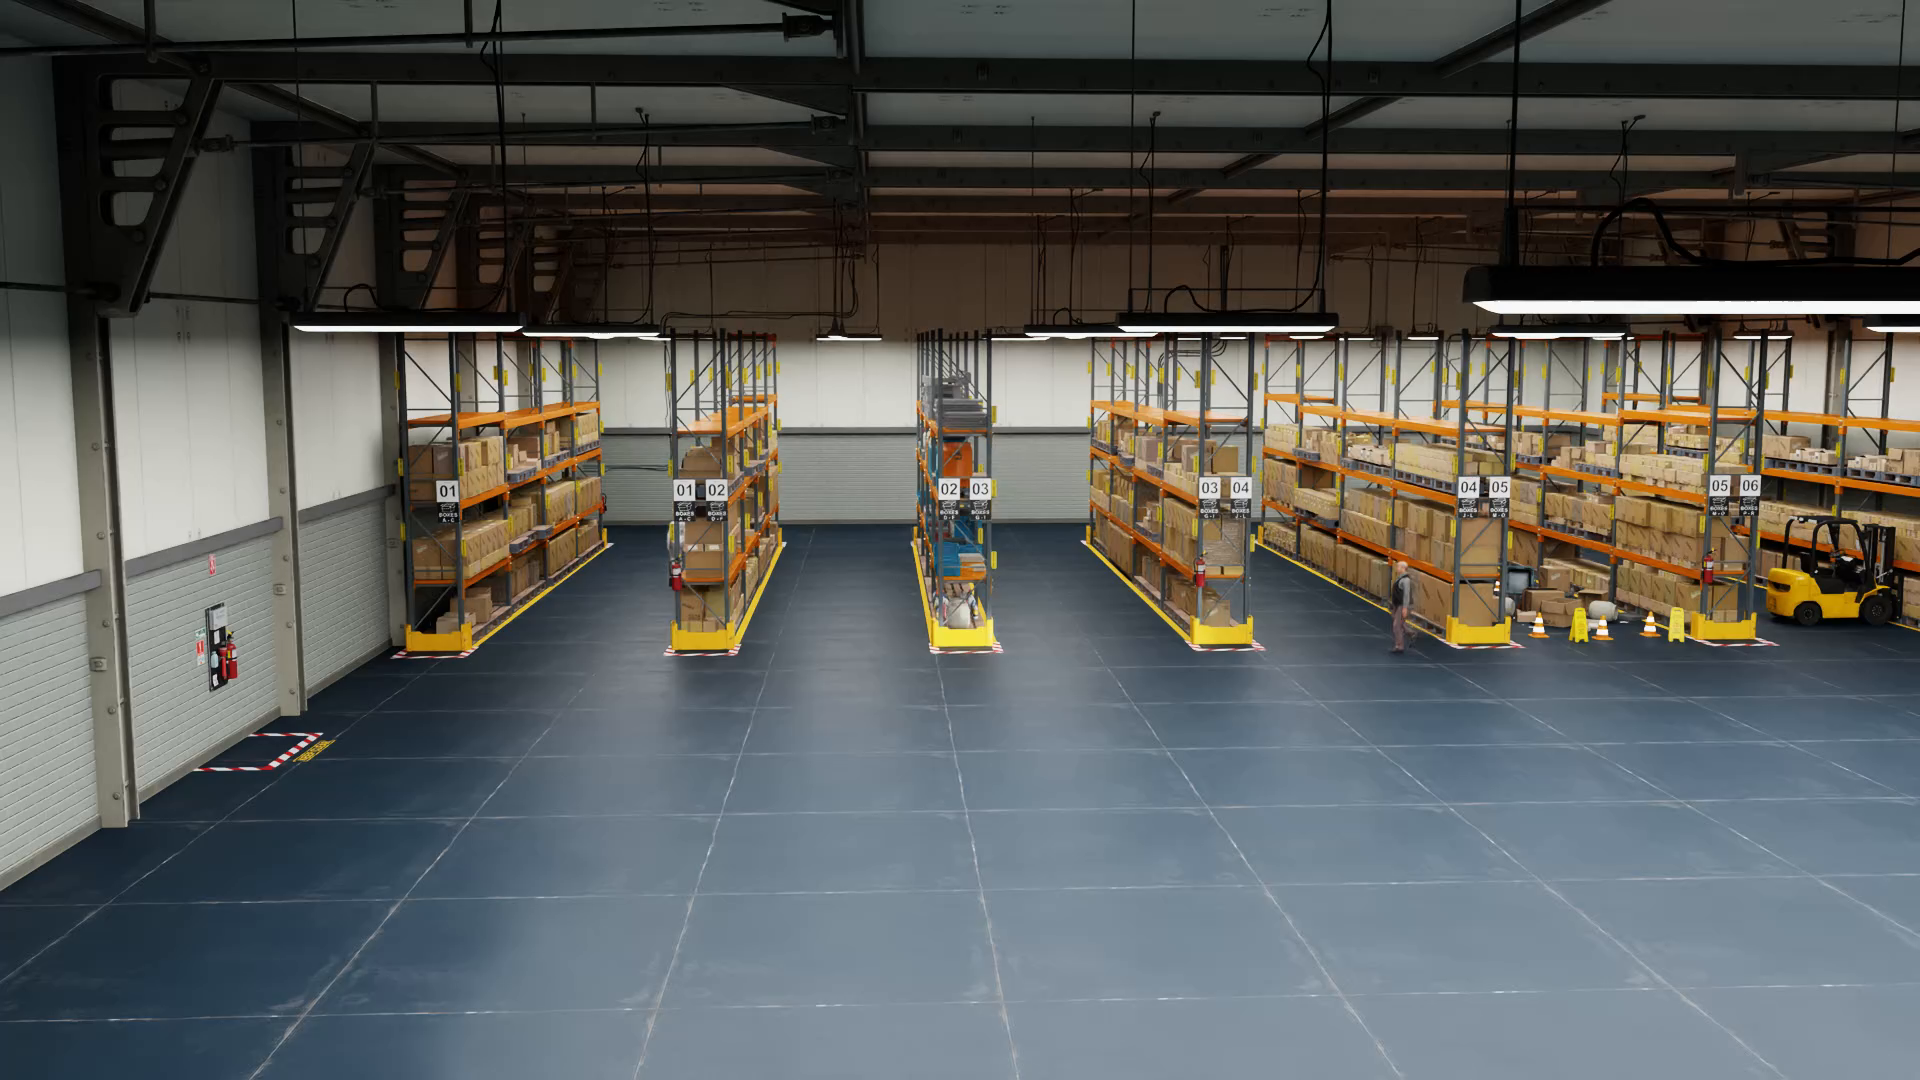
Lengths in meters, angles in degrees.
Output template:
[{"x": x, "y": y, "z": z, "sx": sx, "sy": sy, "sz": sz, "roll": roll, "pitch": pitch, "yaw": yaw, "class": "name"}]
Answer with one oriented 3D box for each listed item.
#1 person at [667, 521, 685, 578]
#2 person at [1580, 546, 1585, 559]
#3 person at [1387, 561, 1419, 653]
[{"x": -6.883, "y": 0.115, "z": 40.509, "sx": 0.517, "sy": 1.673, "sz": 0.434, "roll": 0, "pitch": 7, "yaw": 1, "class": "person"}, {"x": 16.492, "y": -0.371, "z": 44.310, "sx": 0.569, "sy": 1.788, "sz": 0.397, "roll": -4, "pitch": 8, "yaw": -34, "class": "person"}, {"x": 8.248, "y": 1.237, "z": 30.803, "sx": 0.664, "sy": 1.708, "sz": 0.539, "roll": 0, "pitch": 7, "yaw": -4, "class": "person"}]
